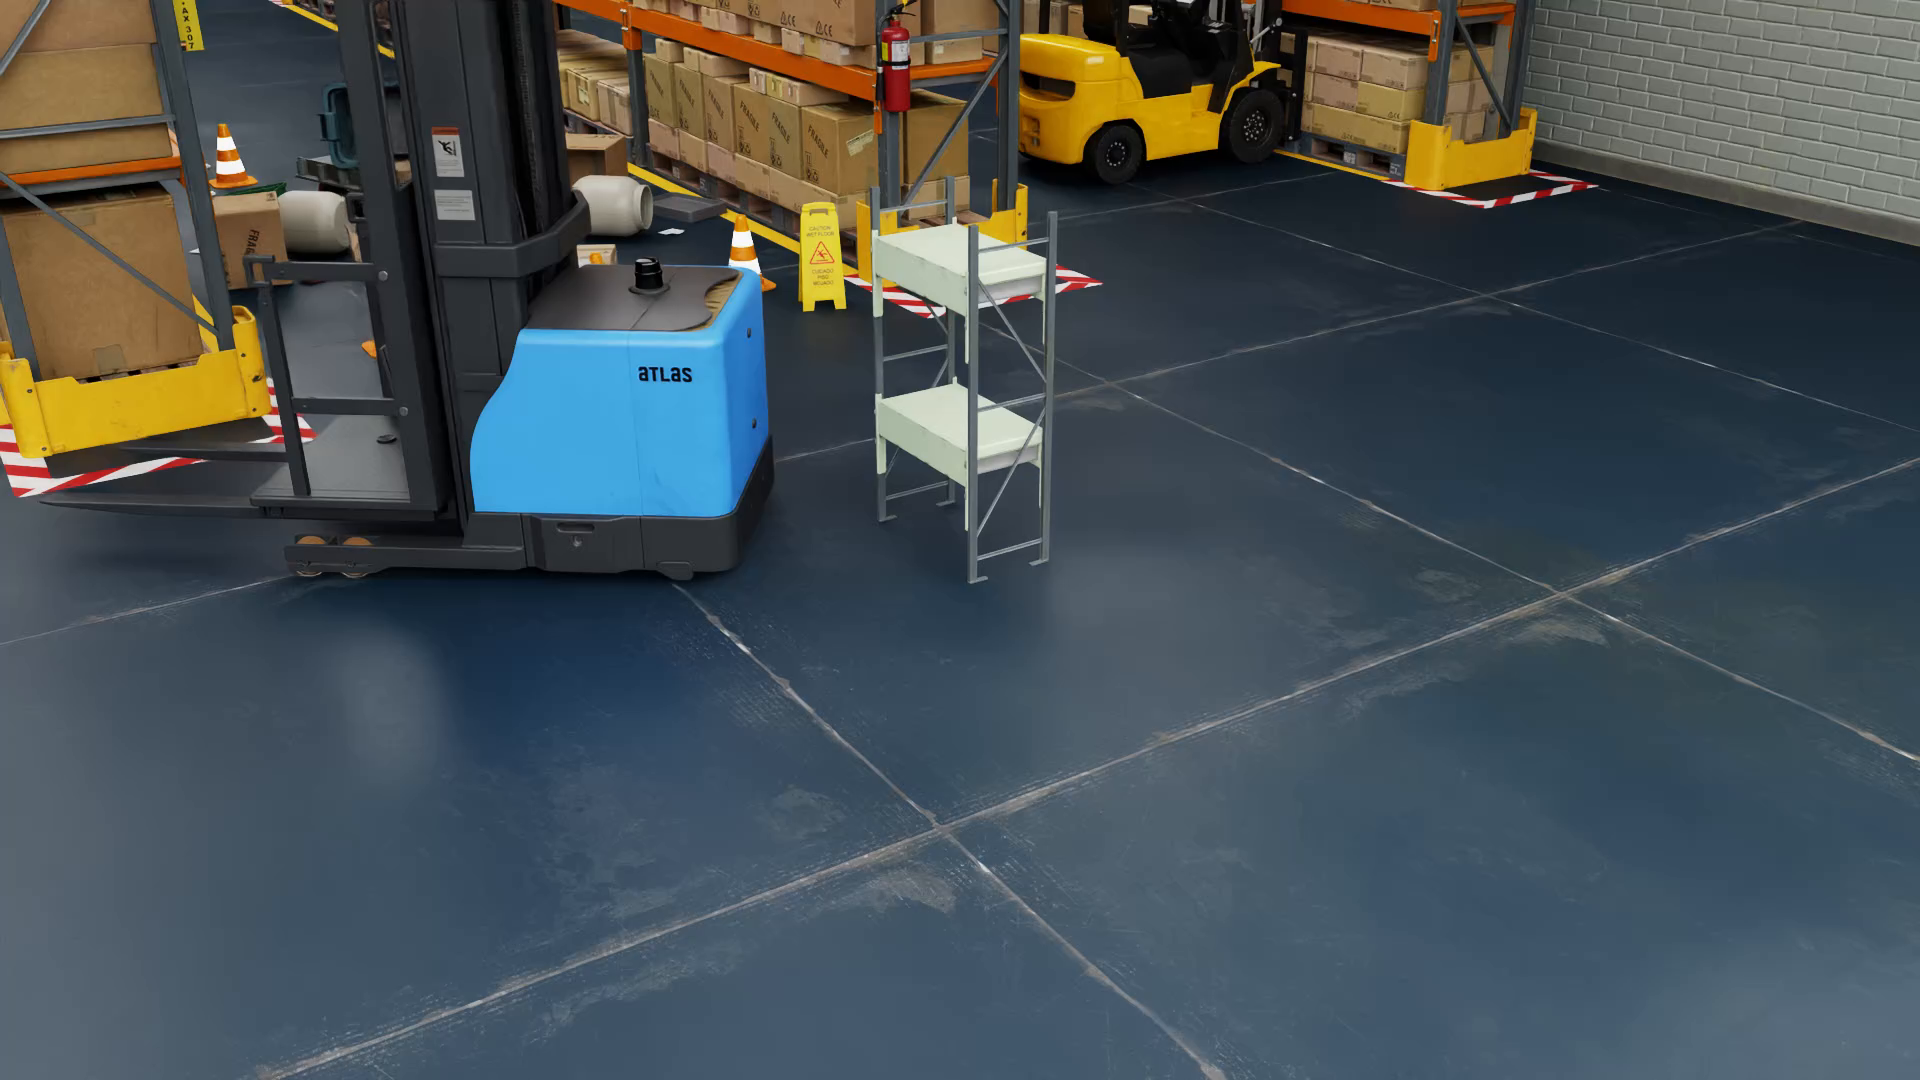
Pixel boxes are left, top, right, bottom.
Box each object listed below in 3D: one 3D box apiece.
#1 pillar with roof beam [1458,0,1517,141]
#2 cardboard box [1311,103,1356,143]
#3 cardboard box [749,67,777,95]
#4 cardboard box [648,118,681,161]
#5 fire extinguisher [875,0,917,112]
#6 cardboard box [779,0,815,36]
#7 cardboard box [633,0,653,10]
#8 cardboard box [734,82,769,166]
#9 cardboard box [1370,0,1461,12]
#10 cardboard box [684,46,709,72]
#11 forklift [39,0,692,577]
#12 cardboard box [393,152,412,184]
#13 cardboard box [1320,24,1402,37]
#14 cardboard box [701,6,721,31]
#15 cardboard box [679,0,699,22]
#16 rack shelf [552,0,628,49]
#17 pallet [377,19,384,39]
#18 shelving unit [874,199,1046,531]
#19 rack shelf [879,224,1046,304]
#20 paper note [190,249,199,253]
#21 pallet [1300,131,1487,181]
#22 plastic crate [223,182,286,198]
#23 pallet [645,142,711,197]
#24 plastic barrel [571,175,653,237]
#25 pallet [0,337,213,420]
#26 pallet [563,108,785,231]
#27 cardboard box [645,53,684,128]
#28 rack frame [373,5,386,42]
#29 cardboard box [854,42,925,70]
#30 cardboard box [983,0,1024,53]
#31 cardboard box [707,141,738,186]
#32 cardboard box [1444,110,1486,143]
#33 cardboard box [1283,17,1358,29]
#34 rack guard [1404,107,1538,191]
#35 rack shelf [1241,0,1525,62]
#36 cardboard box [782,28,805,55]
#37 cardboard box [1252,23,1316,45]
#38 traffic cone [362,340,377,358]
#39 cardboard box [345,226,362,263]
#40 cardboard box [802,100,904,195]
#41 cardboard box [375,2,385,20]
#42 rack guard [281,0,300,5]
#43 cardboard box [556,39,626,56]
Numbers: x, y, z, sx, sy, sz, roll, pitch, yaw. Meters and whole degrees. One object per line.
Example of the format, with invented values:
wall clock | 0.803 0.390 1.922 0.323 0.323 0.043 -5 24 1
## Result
pillar with roof beam | 0.859 -6.464 10.402 9.100 9.000 0.400 -16 29 -30
cardboard box | 3.097 -4.584 14.259 1.003 1.888 2.032 -15 29 -29
cardboard box | -1.256 -3.243 11.696 0.380 0.149 0.250 -14 29 -27
cardboard box | -2.154 -3.240 13.330 0.500 0.250 0.500 -17 30 -32
fire extinguisher | -0.390 -2.954 10.084 0.296 0.674 0.183 -16 29 -30
cardboard box | -0.863 -3.627 10.954 0.500 0.500 0.500 -15 29 -29
cardboard box | -2.346 -4.267 13.069 0.380 0.149 0.250 -16 29 -30
cardboard box | -1.279 -3.017 11.977 0.500 0.500 0.500 -16 30 -31
cardboard box | 3.602 -4.455 13.057 0.500 0.500 0.500 -16 30 -31
cardboard box | -1.854 -3.631 12.518 0.380 0.149 0.250 -14 29 -28
forklift | -2.392 -1.392 6.764 3.031 2.935 1.121 2 25 3
cardboard box | -3.664 -2.441 11.671 0.797 0.637 0.503 -16 29 -30
cardboard box | 3.447 -4.269 14.338 0.516 0.250 0.516 -17 30 -32
cardboard box | -1.656 -3.807 12.095 0.380 0.149 0.250 -15 29 -29
cardboard box | -1.889 -4.004 12.513 0.380 0.149 0.250 -15 29 -28
rack shelf | -3.341 -4.958 15.082 1.077 0.370 4.000 -16 29 -30
pallet | -6.966 -6.459 20.684 1.003 0.211 1.213 -16 29 -30
shelving unit | 0.001 -0.678 6.929 0.431 1.308 0.731 -16 29 -30
rack shelf | 0.004 -1.117 6.716 0.368 0.124 0.686 -16 29 -30
paper note | -5.216 -2.006 11.464 0.142 0.020 0.147 7 26 15
pallet | 3.638 -3.298 13.989 1.003 0.211 1.213 -16 29 -30
plastic crate | -5.149 -2.376 11.995 0.450 0.188 0.662 -10 25 2
pallet | -1.853 -3.075 13.516 1.003 0.211 1.213 -16 29 -30
plastic barrel | -2.462 -2.358 11.749 0.512 0.421 0.421 3 25 6
pallet | -4.660 -0.954 9.024 1.003 0.211 1.213 -16 29 -30
pallet | -2.265 -3.330 14.057 1.045 0.211 5.110 -16 29 -30
cardboard box | -2.154 -3.580 13.170 0.500 0.500 0.500 -14 29 -27
rack frame | -6.617 -7.429 19.474 1.000 3.000 0.127 -16 29 -30
cardboard box | -0.449 -3.108 10.613 0.380 0.149 0.250 -14 29 -28
cardboard box | 0.784 -5.574 17.833 0.875 0.625 0.625 -17 30 -32
cardboard box | -1.561 -2.863 12.530 0.500 0.250 0.500 -16 30 -30
cardboard box | 3.986 -3.463 13.801 0.500 0.250 0.500 -15 29 -29
cardboard box | 3.173 -4.454 14.729 0.500 0.250 0.500 -16 30 -31
rack guard | 4.104 -3.156 13.351 1.175 0.500 0.348 -16 29 -30
rack shelf | 2.999 -4.685 14.504 1.077 0.370 4.000 -16 29 -30
cardboard box | -0.969 -3.354 11.135 0.380 0.149 0.250 -15 29 -29
cardboard box | 2.740 -4.328 14.463 0.500 0.250 0.500 -16 30 -31
traffic cone | -3.258 -1.321 9.507 0.336 0.463 0.334 -16 29 -30
cardboard box | -3.860 -1.956 11.083 0.396 0.266 0.258 -10 27 -21
cardboard box | -0.722 -2.649 11.197 0.500 0.500 0.500 -15 29 -29
cardboard box | -14.379 -2.508 10.490 25.399 1.350 10.438 -16 30 -30
rack guard | -8.814 -7.738 23.056 1.175 0.500 0.348 -16 29 -30
cardboard box | -3.724 -4.534 15.926 0.950 0.372 0.625 -16 30 -31
